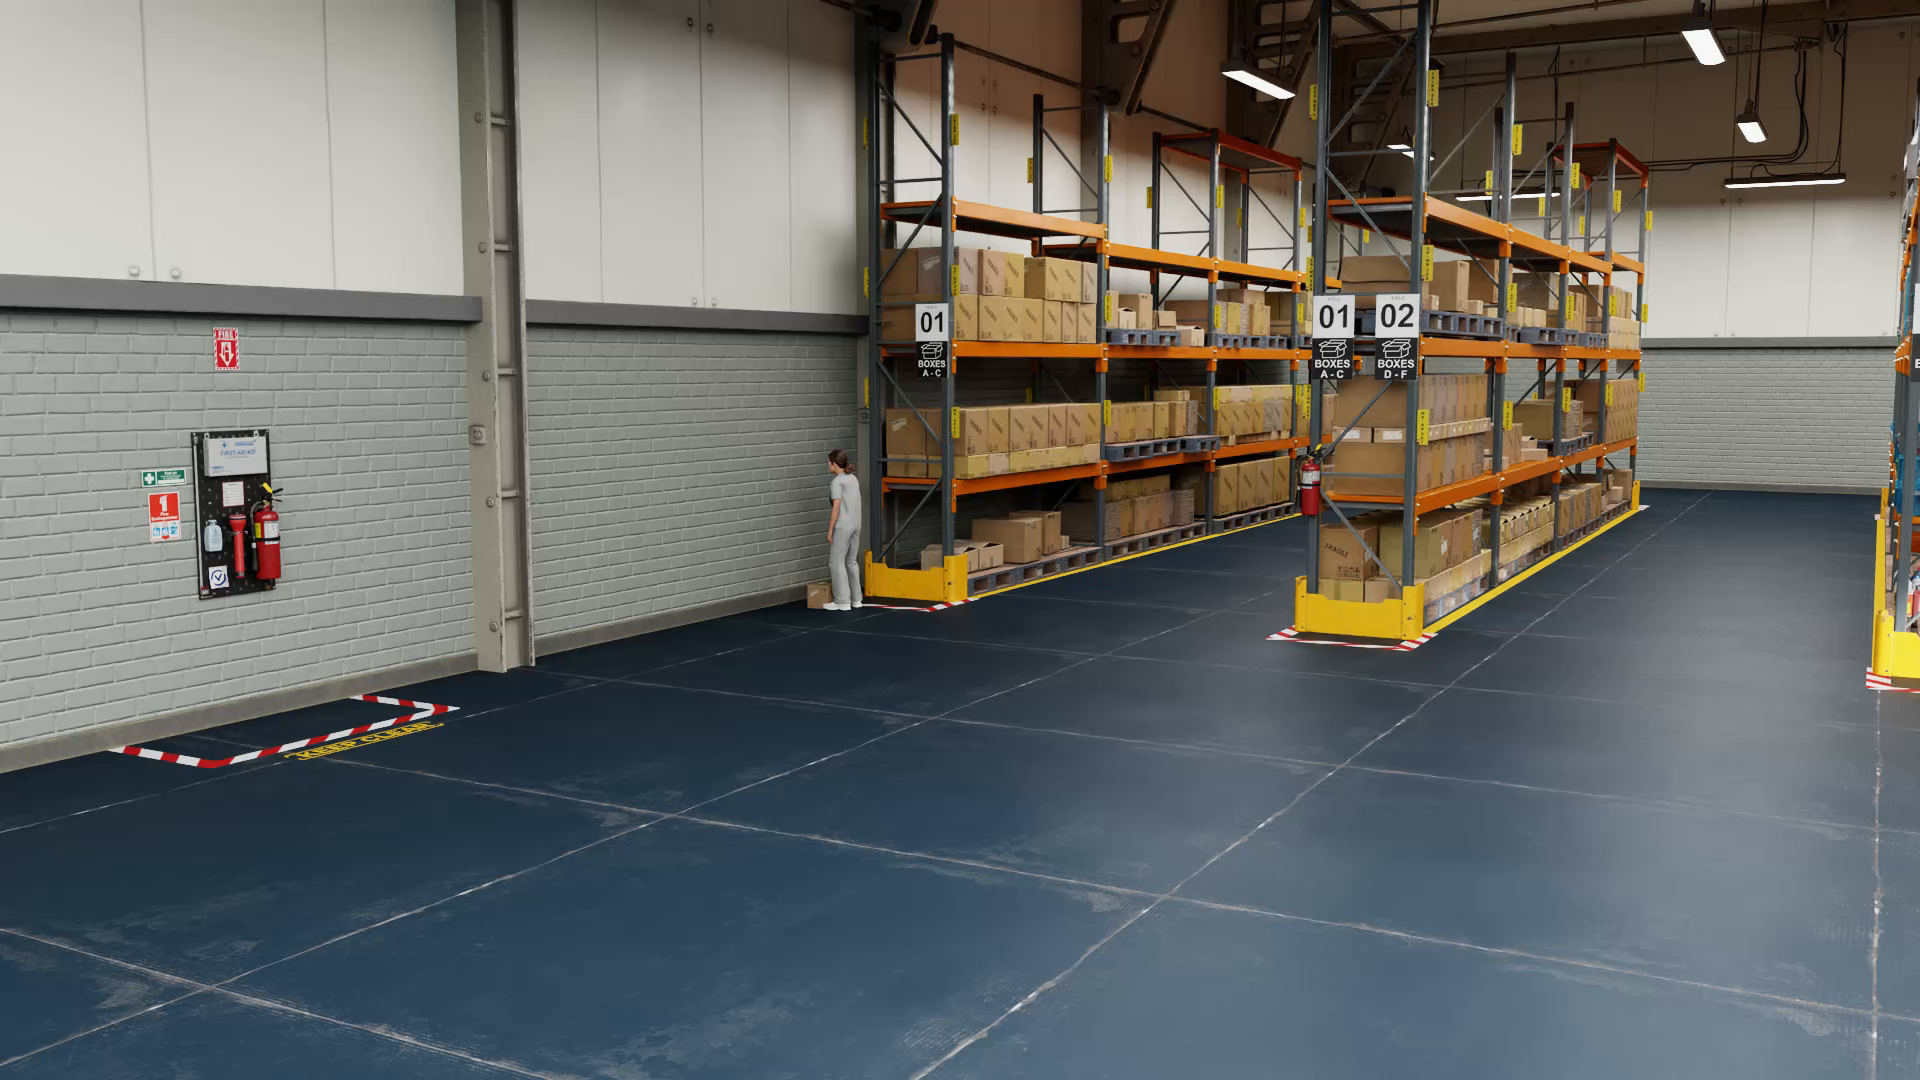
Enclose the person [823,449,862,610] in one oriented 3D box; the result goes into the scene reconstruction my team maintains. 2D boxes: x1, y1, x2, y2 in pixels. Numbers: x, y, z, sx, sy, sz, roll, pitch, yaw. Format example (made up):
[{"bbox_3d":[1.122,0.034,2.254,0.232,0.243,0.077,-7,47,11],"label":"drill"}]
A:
[{"bbox_3d":[-1.217,-0.110,17.376,0.354,1.673,0.490,3,7,28],"label":"person"}]
